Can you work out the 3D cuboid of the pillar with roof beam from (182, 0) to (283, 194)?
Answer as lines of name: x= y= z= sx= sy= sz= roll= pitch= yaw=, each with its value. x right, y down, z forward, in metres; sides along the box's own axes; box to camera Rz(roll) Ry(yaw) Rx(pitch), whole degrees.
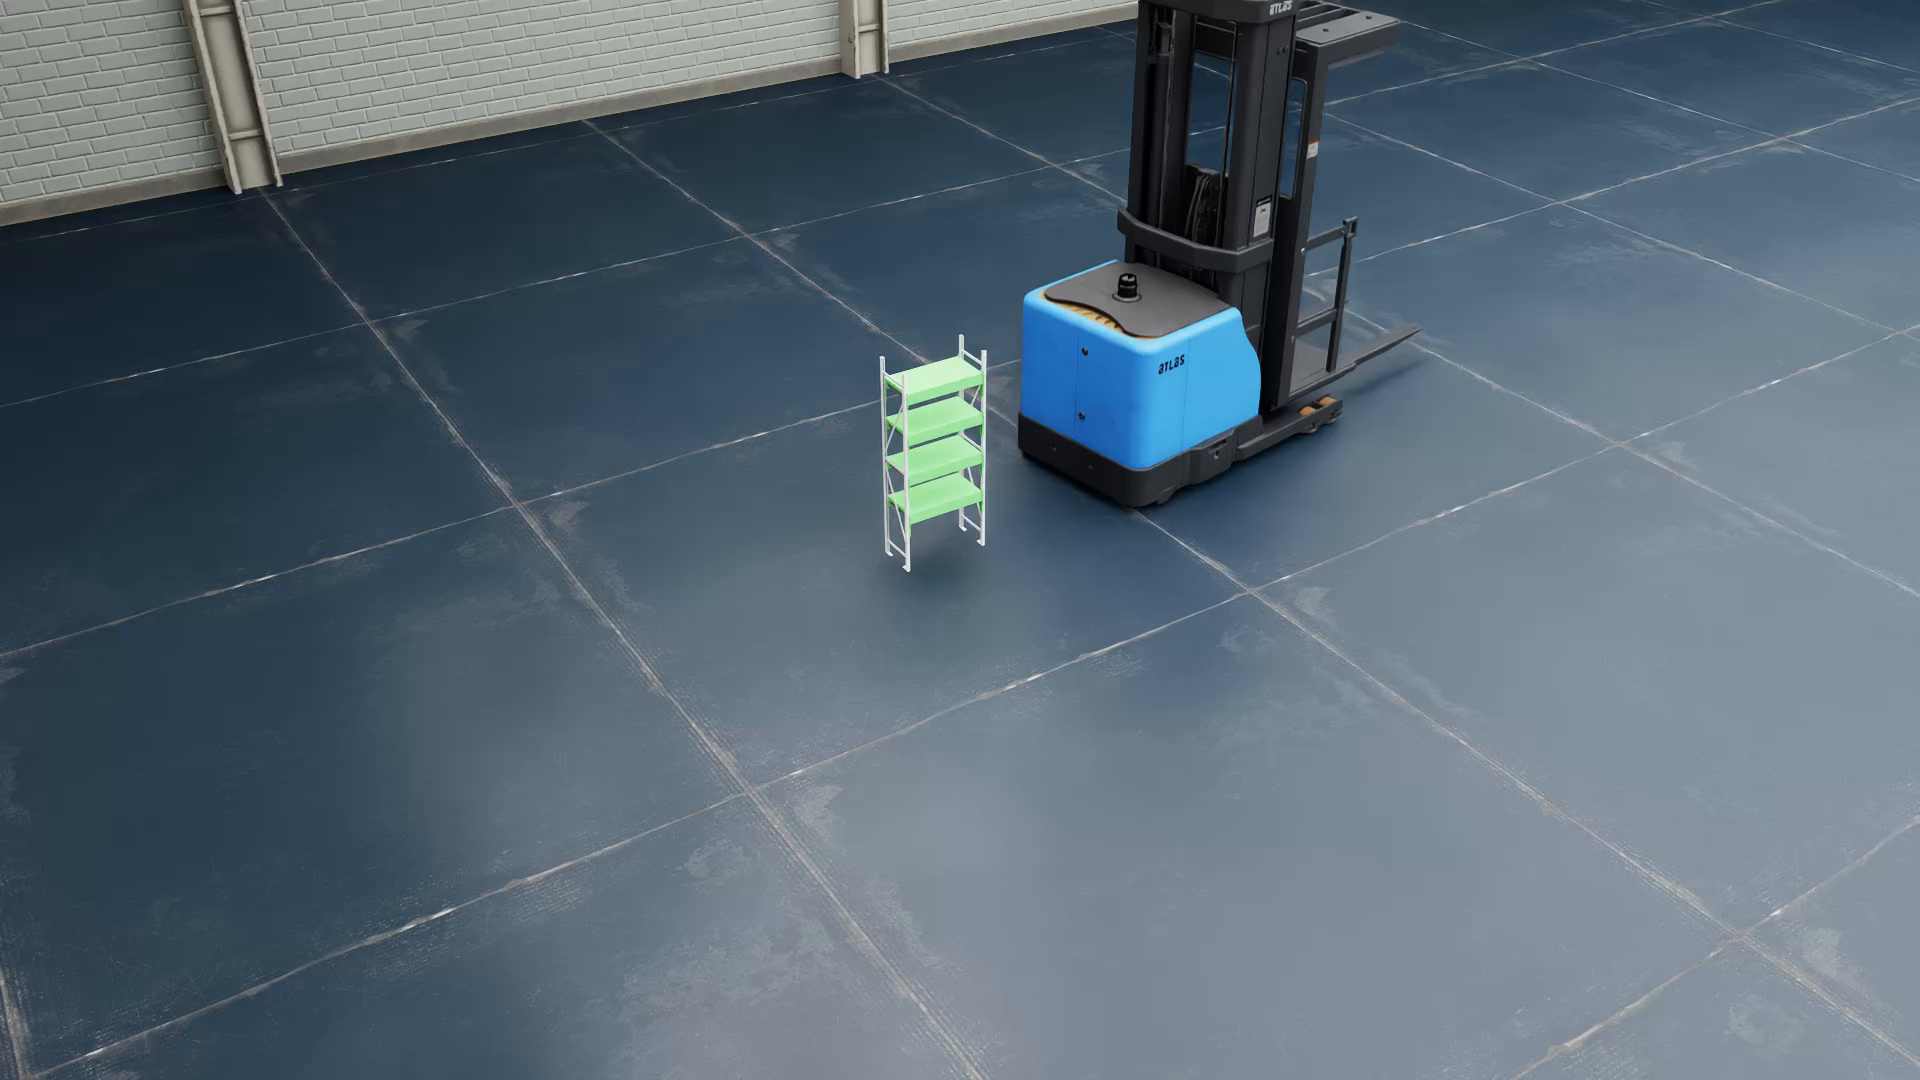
pillar with roof beam: x=-3.678 y=-4.908 z=8.717 sx=0.400 sy=9.000 sz=9.100 roll=-19 pitch=37 yaw=-27

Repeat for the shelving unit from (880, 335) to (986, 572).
shelving unit: x=-0.139 y=-0.460 z=8.976 sx=0.503 sy=1.200 sz=0.258 roll=-19 pitch=37 yaw=-27

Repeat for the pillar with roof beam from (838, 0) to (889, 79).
pillar with roof beam: x=1.365 y=-6.642 z=11.466 sx=0.400 sy=9.000 sz=9.100 roll=-19 pitch=37 yaw=-27

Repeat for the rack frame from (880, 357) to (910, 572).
rack frame: x=-0.344 y=-0.389 z=8.864 sx=0.015 sy=1.200 sz=0.240 roll=-19 pitch=37 yaw=-27

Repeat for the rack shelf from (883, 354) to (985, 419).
rack shelf: x=-0.139 y=-0.812 z=8.754 sx=0.480 sy=0.148 sz=0.258 roll=-19 pitch=37 yaw=-27

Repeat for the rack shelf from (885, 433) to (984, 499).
rack shelf: x=-0.139 y=-0.406 z=9.010 sx=0.480 sy=0.148 sz=0.258 roll=-19 pitch=37 yaw=-27

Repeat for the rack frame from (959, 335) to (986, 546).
rack frame: x=0.066 y=-0.530 z=9.087 sx=0.015 sy=1.200 sz=0.240 roll=-19 pitch=37 yaw=-27

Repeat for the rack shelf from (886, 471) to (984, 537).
rack shelf: x=-0.139 y=-0.203 z=9.138 sx=0.480 sy=0.148 sz=0.258 roll=-19 pitch=37 yaw=-27

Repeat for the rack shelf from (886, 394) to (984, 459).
rack shelf: x=-0.139 y=-0.609 z=8.882 sx=0.480 sy=0.148 sz=0.258 roll=-19 pitch=37 yaw=-27

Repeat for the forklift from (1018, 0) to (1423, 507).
forklift: x=1.785 y=-2.093 z=9.943 sx=3.031 sy=2.935 sz=1.130 roll=-26 pitch=40 yaw=-34
